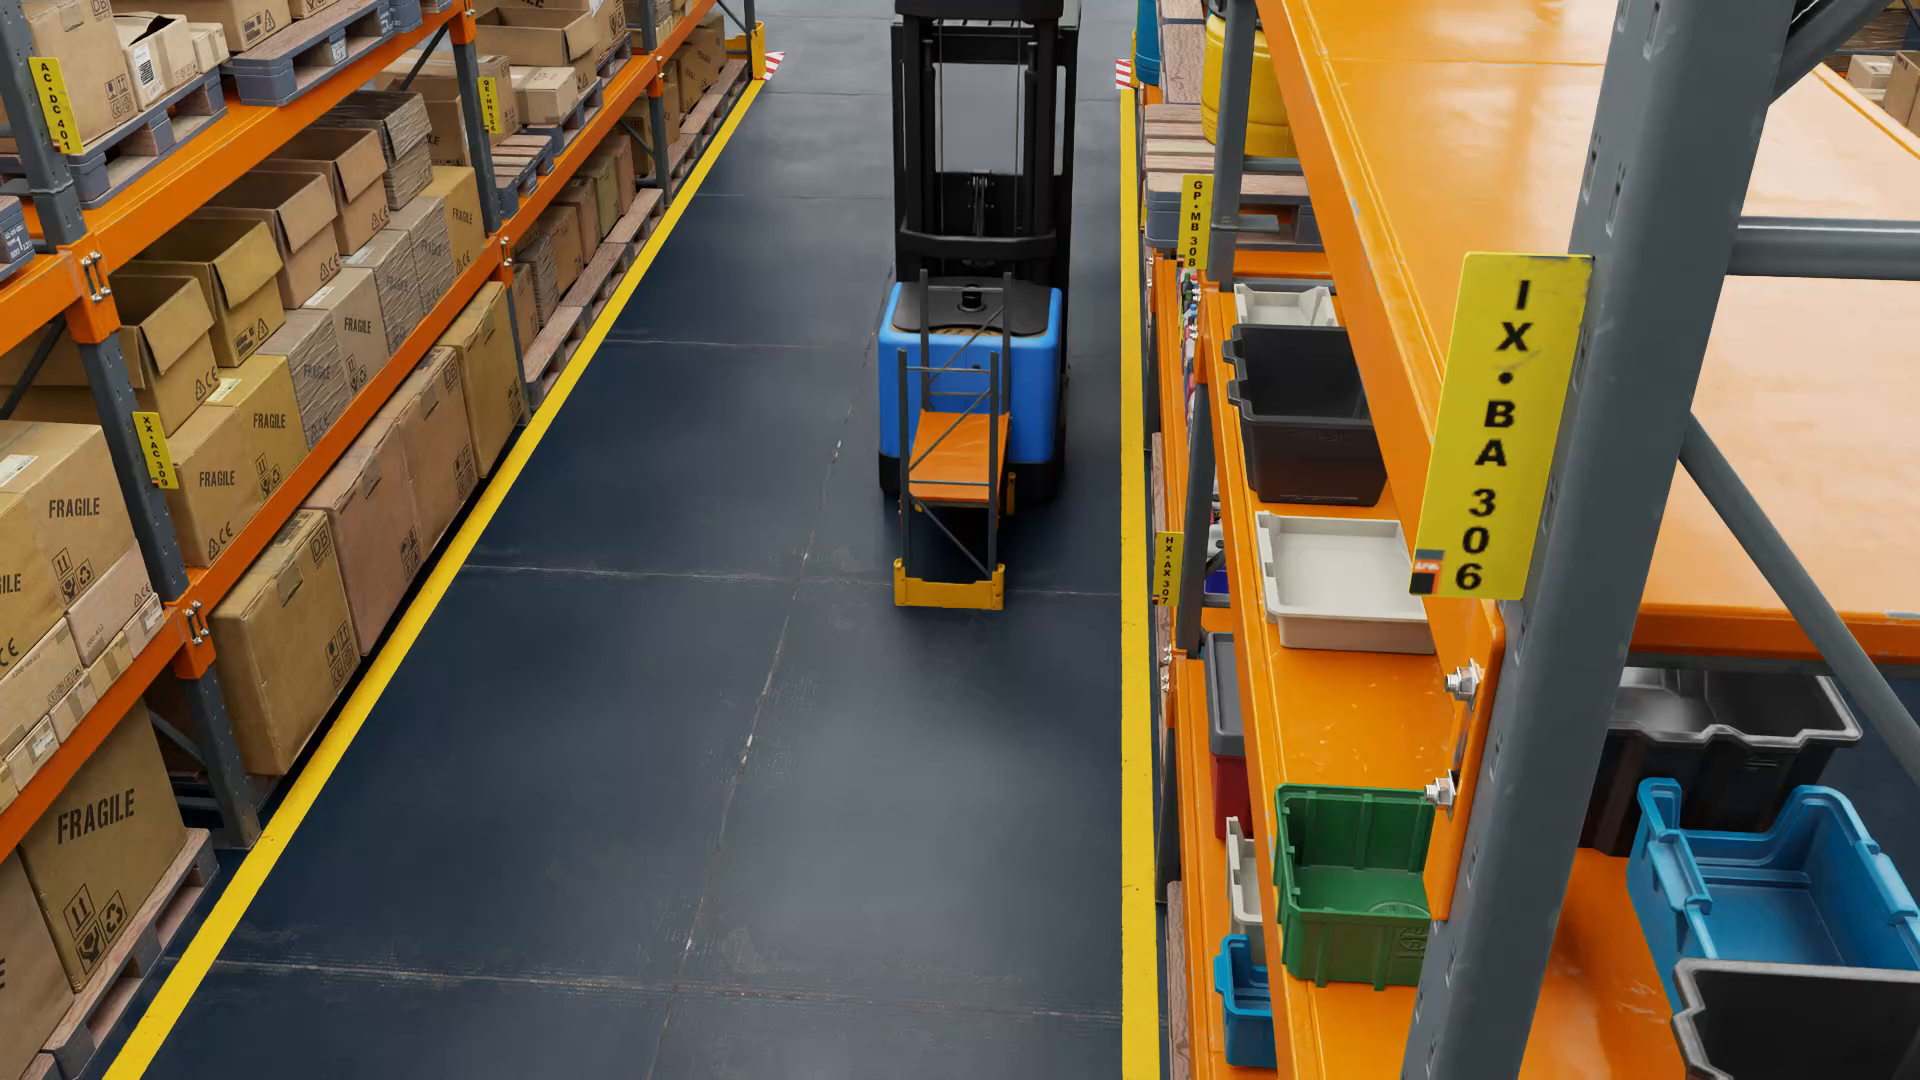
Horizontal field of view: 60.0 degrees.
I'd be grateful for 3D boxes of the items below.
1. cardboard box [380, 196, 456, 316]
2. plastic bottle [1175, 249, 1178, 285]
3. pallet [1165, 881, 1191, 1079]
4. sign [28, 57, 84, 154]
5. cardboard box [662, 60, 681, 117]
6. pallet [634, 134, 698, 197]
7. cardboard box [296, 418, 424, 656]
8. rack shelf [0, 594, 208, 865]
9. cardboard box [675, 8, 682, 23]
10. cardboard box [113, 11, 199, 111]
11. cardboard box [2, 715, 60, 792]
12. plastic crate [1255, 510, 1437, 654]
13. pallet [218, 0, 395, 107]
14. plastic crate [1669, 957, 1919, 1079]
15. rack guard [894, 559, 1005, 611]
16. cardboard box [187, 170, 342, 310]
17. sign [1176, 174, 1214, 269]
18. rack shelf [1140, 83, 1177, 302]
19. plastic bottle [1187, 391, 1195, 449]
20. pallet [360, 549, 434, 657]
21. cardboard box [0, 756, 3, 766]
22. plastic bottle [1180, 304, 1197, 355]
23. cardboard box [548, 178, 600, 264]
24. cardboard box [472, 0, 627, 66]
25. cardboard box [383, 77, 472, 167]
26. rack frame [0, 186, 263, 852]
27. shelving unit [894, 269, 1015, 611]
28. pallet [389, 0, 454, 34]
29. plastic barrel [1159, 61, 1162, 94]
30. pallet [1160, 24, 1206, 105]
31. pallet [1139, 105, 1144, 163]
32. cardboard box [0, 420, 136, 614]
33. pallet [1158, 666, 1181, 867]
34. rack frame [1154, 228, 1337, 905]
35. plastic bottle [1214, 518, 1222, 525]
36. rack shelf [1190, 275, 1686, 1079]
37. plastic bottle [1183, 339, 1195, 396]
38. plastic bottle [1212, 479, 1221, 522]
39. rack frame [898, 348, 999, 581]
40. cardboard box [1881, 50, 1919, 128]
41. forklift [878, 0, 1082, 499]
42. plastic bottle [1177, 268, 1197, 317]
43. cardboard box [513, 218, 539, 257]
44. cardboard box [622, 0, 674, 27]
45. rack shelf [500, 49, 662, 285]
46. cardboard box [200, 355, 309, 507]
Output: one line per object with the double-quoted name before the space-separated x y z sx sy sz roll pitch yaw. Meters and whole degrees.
"cardboard box" -3.124 -1.565 9.115 0.500 0.500 0.500 2 32 4
"plastic bottle" 1.295 -1.574 9.344 0.152 0.276 0.135 2 32 4
"pallet" 1.306 1.825 6.367 1.003 0.211 1.213 2 32 4
"sign" -3.056 -1.467 5.625 0.100 0.325 0.005 2 32 4
"cardboard box" -2.875 -4.093 15.294 0.500 0.500 0.500 0 32 0
"pallet" -2.939 -3.308 14.697 1.003 0.211 1.213 2 32 4
"cardboard box" -3.506 -0.036 8.355 1.225 0.875 0.875 1 32 2
"rack shelf" -3.772 1.393 5.097 1.077 0.370 4.000 2 32 4
"cardboard box" -2.604 -4.528 14.259 0.380 0.149 0.250 2 32 4
"cardboard box" -3.431 -1.947 6.656 0.500 0.311 0.500 1 32 2
"cardboard box" -3.371 0.724 5.735 0.380 0.149 0.250 3 32 5
"plastic crate" 0.922 0.088 3.921 0.437 0.136 0.530 2 32 4
"pallet" -3.372 -2.324 7.763 1.003 0.211 1.213 4 32 6
"plastic crate" 1.310 0.933 2.423 0.497 0.269 0.590 2 32 4
"rack guard" -0.057 0.240 8.902 0.587 0.250 0.087 3 32 4
"cardboard box" -3.463 -1.447 7.968 0.797 0.503 0.637 3 32 6
"sign" 0.779 -1.053 5.512 0.100 0.325 0.005 2 32 4
"rack shelf" 1.815 -2.579 11.542 1.077 0.370 4.000 2 32 4
"plastic bottle" 1.137 -0.561 7.700 0.152 0.276 0.135 2 32 4
"pallet" -3.525 0.181 9.035 1.003 0.211 1.213 2 32 4
"cardboard box" -3.465 0.757 5.301 0.500 0.250 0.500 3 32 5
"plastic bottle" 1.191 -1.080 8.547 0.097 0.271 0.097 0 32 0
"cardboard box" -3.132 -2.404 12.536 0.700 0.500 0.500 0 32 0
"cardboard box" -3.163 -4.167 12.461 1.000 1.000 1.000 3 32 4
"cardboard box" -3.280 -2.556 10.324 0.500 0.500 0.500 -1 32 -2
"rack frame" -3.610 0.041 6.605 1.000 3.000 0.127 2 32 4
"shelving unit" -0.014 -0.552 8.996 0.587 1.500 1.083 3 32 4
"pallet" -3.284 -2.909 8.712 1.213 0.211 1.003 4 32 6
"plastic barrel" 1.682 -3.498 12.218 0.433 0.535 0.433 0 32 0
"pallet" 1.383 -1.952 7.159 1.003 0.211 1.213 2 32 4
"pallet" 2.171 -3.733 15.387 1.003 0.211 1.213 2 32 4
"cardboard box" -3.381 -0.090 5.961 0.500 0.500 0.500 3 32 5
"pallet" 1.431 1.038 7.645 1.003 0.211 1.213 2 32 4
"rack frame" 1.327 0.252 6.262 1.000 3.000 0.127 2 32 4
"plastic bottle" 1.090 -0.012 6.880 0.097 0.201 0.097 0 32 0
"rack shelf" 1.164 0.327 3.967 1.077 0.370 4.000 2 32 4
"plastic bottle" 1.182 -0.849 8.167 0.152 0.276 0.135 2 32 4
"plastic bottle" 1.067 -0.106 6.961 0.152 0.276 0.135 2 32 4
"rack frame" -0.057 -0.291 8.573 0.500 1.500 0.032 3 32 4
"cardboard box" 6.793 -3.084 11.580 0.500 0.500 0.500 5 32 8
"forklift" 0.164 -2.239 10.370 1.130 2.935 3.031 3 32 4
"plastic bottle" 1.257 -1.332 8.951 0.152 0.276 0.135 2 32 4
"cardboard box" -3.226 -2.123 11.364 0.500 0.250 0.500 6 32 10
"cardboard box" -2.860 -4.545 13.667 0.875 0.500 0.500 2 32 4
"rack shelf" -3.121 -2.791 11.885 1.077 0.370 4.000 2 32 4
"cardboard box" -3.283 -0.495 7.379 0.500 0.500 0.500 3 32 4
